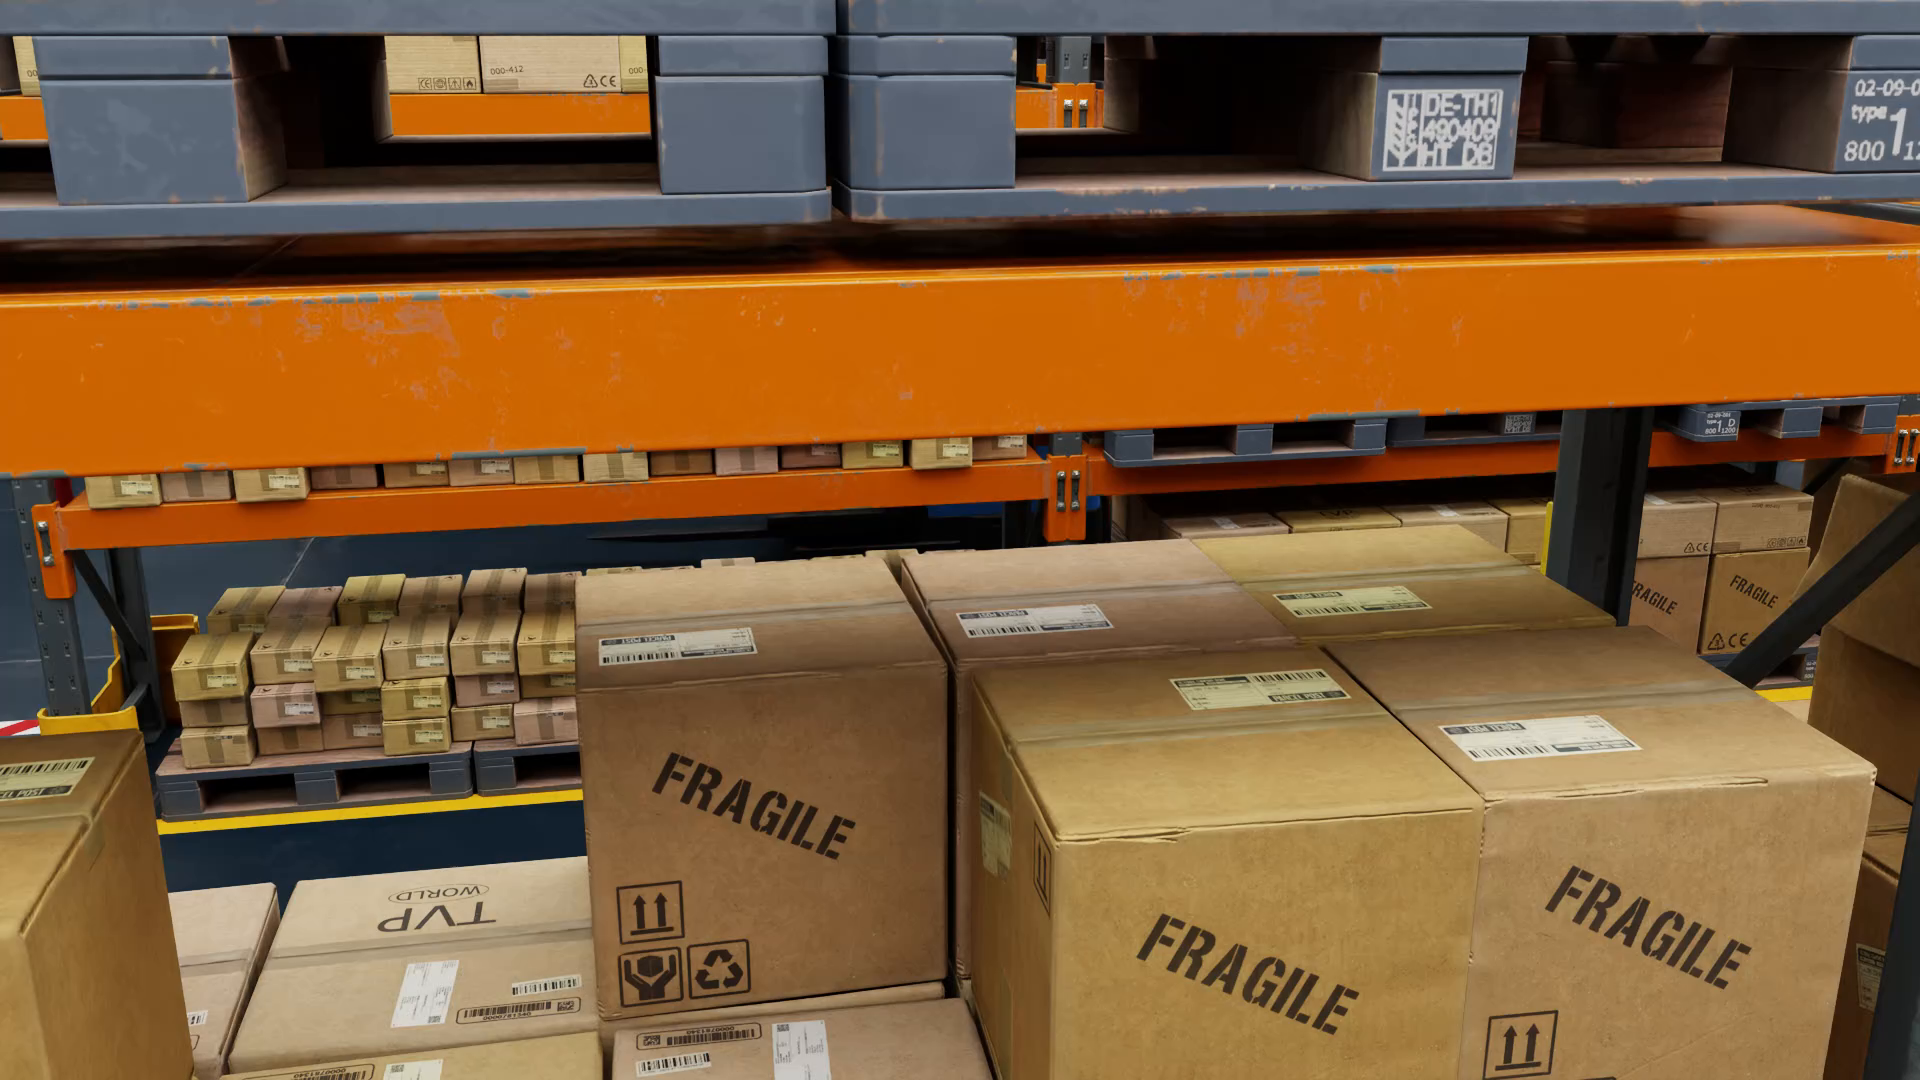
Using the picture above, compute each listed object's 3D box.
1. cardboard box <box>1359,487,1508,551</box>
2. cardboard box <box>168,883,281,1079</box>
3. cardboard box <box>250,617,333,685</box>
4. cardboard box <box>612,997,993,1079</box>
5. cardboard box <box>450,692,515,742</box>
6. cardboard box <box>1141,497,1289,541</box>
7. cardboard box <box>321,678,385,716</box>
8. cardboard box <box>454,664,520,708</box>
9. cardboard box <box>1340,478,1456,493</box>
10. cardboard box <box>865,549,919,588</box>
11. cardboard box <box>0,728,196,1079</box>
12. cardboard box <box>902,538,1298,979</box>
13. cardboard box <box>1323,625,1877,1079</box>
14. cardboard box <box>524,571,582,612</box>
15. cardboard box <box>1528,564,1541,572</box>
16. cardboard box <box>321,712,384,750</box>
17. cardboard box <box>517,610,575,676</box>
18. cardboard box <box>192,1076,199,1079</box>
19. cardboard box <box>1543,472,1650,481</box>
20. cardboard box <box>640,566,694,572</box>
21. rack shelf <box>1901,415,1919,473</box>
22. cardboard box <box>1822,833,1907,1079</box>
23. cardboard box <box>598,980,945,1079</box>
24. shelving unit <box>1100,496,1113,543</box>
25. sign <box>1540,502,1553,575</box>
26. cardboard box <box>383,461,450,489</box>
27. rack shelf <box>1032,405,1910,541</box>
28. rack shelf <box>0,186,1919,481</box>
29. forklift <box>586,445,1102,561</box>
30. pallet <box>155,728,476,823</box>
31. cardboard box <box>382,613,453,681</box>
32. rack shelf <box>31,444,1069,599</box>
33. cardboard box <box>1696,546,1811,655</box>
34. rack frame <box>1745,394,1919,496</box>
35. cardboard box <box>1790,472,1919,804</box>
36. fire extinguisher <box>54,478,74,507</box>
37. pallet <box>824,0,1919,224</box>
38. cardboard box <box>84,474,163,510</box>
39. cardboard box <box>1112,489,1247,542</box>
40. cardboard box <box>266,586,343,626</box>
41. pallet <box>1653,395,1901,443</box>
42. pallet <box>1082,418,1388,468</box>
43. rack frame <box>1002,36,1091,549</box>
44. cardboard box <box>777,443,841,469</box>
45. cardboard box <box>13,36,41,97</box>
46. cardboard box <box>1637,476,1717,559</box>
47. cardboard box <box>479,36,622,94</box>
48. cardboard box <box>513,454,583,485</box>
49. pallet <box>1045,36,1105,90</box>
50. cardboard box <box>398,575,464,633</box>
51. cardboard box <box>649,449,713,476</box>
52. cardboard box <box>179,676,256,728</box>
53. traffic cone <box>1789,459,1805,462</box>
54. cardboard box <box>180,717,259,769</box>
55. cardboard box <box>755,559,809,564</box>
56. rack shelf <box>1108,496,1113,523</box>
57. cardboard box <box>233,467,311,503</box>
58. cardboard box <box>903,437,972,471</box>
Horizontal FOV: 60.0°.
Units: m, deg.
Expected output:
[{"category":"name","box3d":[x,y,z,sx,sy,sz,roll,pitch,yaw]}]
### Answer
[{"category":"cardboard box","box3d":[2.157,-0.051,7.636,0.500,0.250,0.500,-3,17,-8]},{"category":"cardboard box","box3d":[-1.305,0.763,2.467,0.500,0.250,0.500,-4,17,-12]},{"category":"cardboard box","box3d":[-2.743,0.455,6.850,0.250,0.149,0.380,-3,17,-9]},{"category":"cardboard box","box3d":[-0.194,0.859,2.156,0.500,0.250,0.500,-3,17,-9]},{"category":"cardboard box","box3d":[-2.007,0.705,7.048,0.250,0.149,0.380,-3,17,-10]},{"category":"cardboard box","box3d":[1.133,0.006,7.448,0.500,0.250,0.500,-4,18,-13]},{"category":"cardboard box","box3d":[-2.504,0.585,6.933,0.250,0.149,0.380,-3,17,-10]},{"category":"cardboard box","box3d":[-1.989,0.559,7.015,0.250,0.149,0.380,-4,18,-13]},{"category":"cardboard box","box3d":[2.064,-0.202,8.124,0.500,0.250,0.500,-4,18,-13]},{"category":"cardboard box","box3d":[-0.302,0.171,7.774,0.250,0.149,0.380,-2,17,-8]},{"category":"cardboard box","box3d":[-1.208,0.557,1.860,0.500,0.500,0.500,-4,17,-12]},{"category":"cardboard box","box3d":[0.195,0.320,2.633,0.500,0.500,0.500,-3,17,-10]},{"category":"cardboard box","box3d":[0.798,0.445,2.227,0.500,0.500,0.500,-3,17,-9]},{"category":"cardboard box","box3d":[-1.811,0.275,7.435,0.250,0.149,0.380,-4,17,-12]},{"category":"cardboard box","box3d":[2.661,0.281,7.831,0.500,0.500,0.500,-4,18,-13]},{"category":"cardboard box","box3d":[-2.511,0.729,6.969,0.250,0.149,0.380,-3,17,-10]},{"category":"cardboard box","box3d":[-1.703,0.426,6.945,0.250,0.149,0.380,-3,17,-10]},{"category":"cardboard box","box3d":[-1.203,0.916,1.968,0.500,0.250,0.500,-4,17,-12]},{"category":"cardboard box","box3d":[3.064,-0.255,8.298,0.500,0.250,0.500,-3,17,-11]},{"category":"cardboard box","box3d":[-1.310,0.250,7.517,0.250,0.149,0.380,-4,18,-13]},{"category":"rack shelf","box3d":[6.248,-0.655,8.561,4.000,0.370,1.077,-3,17,-10]},{"category":"cardboard box","box3d":[1.698,0.769,2.528,0.500,0.500,0.500,-3,17,-10]},{"category":"cardboard box","box3d":[-0.309,0.708,2.648,0.500,0.250,0.500,-3,17,-9]},{"category":"shelving unit","box3d":[1.365,-0.557,10.209,1.048,1.125,0.538,-2,17,-5]},{"category":"sign","box3d":[1.086,0.099,3.043,0.005,0.325,0.100,-3,17,-10]},{"category":"cardboard box","box3d":[-2.174,-0.333,6.715,0.250,0.149,0.380,-3,17,-11]},{"category":"rack shelf","box3d":[2.321,-0.432,7.835,4.000,0.370,1.077,-3,17,-10]},{"category":"rack shelf","box3d":[-0.765,-0.208,1.996,4.000,0.370,1.077,-3,17,-10]},{"category":"forklift","box3d":[-0.714,-1.366,9.767,3.031,2.935,1.130,-3,17,-9]},{"category":"pallet","box3d":[-2.691,0.852,7.179,1.213,0.211,1.003,-3,17,-10]},{"category":"cardboard box","box3d":[-2.244,0.440,6.898,0.250,0.149,0.380,-4,18,-13]},{"category":"rack shelf","box3d":[-1.607,-0.209,7.110,4.000,0.370,1.077,-3,17,-10]},{"category":"cardboard box","box3d":[3.688,0.219,8.033,0.500,0.500,0.500,-3,17,-11]},{"category":"rack frame","box3d":[4.285,-0.887,8.092,0.127,3.000,1.000,-3,17,-10]},{"category":"cardboard box","box3d":[1.824,0.206,2.655,0.637,0.503,0.797,-4,17,-12]},{"category":"fire extinguisher","box3d":[-3.905,-0.346,7.095,0.183,0.674,0.296,-3,17,-10]},{"category":"pallet","box3d":[0.394,-0.578,2.127,1.213,0.211,1.003,-3,17,-10]},{"category":"cardboard box","box3d":[-3.190,-0.245,6.430,0.250,0.149,0.380,-3,17,-11]},{"category":"cardboard box","box3d":[1.041,-0.143,7.935,0.500,0.250,0.500,-4,17,-12]},{"category":"cardboard box","box3d":[-2.841,0.336,7.237,0.250,0.149,0.380,-3,17,-9]},{"category":"pallet","box3d":[3.605,-0.725,7.891,1.003,0.211,1.213,-3,17,-10]},{"category":"pallet","box3d":[1.135,-0.574,7.397,1.213,0.211,1.003,-3,17,-10]},{"category":"rack frame","box3d":[0.357,-0.665,7.367,0.127,3.000,1.000,-3,17,-10]},{"category":"cardboard box","box3d":[-0.651,-0.423,7.009,0.250,0.149,0.380,-4,17,-12]},{"category":"cardboard box","box3d":[-3.081,-1.755,6.065,0.500,0.250,0.500,-3,17,-8]},{"category":"cardboard box","box3d":[3.169,-0.107,7.816,0.500,0.250,0.500,-3,17,-10]},{"category":"cardboard box","box3d":[-1.551,-1.842,6.345,0.500,0.250,0.500,-3,17,-11]},{"category":"cardboard box","box3d":[-1.668,-0.347,6.760,0.250,0.149,0.380,-3,17,-8]},{"category":"pallet","box3d":[0.984,-2.012,6.966,1.003,0.211,1.213,-3,17,-10]},{"category":"cardboard box","box3d":[-2.344,0.289,7.390,0.250,0.149,0.380,-4,18,-13]},{"category":"cardboard box","box3d":[-1.164,-0.388,6.894,0.250,0.149,0.380,-4,17,-11]},{"category":"cardboard box","box3d":[-3.007,0.623,6.809,0.250,0.149,0.380,-3,17,-8]},{"category":"traffic cone","box3d":[6.222,-0.846,12.279,0.334,0.463,0.336,-3,17,-10]},{"category":"cardboard box","box3d":[-2.995,0.783,6.793,0.250,0.149,0.380,-3,17,-9]},{"category":"cardboard box","box3d":[-0.793,0.220,7.613,0.250,0.149,0.380,-4,17,-12]},{"category":"rack shelf","box3d":[1.365,-0.323,10.281,1.000,0.278,0.538,-2,17,-5]},{"category":"cardboard box","box3d":[-2.674,-0.271,6.513,0.250,0.149,0.380,-4,17,-12]},{"category":"cardboard box","box3d":[-0.111,-0.415,6.983,0.250,0.149,0.380,-4,17,-12]}]
